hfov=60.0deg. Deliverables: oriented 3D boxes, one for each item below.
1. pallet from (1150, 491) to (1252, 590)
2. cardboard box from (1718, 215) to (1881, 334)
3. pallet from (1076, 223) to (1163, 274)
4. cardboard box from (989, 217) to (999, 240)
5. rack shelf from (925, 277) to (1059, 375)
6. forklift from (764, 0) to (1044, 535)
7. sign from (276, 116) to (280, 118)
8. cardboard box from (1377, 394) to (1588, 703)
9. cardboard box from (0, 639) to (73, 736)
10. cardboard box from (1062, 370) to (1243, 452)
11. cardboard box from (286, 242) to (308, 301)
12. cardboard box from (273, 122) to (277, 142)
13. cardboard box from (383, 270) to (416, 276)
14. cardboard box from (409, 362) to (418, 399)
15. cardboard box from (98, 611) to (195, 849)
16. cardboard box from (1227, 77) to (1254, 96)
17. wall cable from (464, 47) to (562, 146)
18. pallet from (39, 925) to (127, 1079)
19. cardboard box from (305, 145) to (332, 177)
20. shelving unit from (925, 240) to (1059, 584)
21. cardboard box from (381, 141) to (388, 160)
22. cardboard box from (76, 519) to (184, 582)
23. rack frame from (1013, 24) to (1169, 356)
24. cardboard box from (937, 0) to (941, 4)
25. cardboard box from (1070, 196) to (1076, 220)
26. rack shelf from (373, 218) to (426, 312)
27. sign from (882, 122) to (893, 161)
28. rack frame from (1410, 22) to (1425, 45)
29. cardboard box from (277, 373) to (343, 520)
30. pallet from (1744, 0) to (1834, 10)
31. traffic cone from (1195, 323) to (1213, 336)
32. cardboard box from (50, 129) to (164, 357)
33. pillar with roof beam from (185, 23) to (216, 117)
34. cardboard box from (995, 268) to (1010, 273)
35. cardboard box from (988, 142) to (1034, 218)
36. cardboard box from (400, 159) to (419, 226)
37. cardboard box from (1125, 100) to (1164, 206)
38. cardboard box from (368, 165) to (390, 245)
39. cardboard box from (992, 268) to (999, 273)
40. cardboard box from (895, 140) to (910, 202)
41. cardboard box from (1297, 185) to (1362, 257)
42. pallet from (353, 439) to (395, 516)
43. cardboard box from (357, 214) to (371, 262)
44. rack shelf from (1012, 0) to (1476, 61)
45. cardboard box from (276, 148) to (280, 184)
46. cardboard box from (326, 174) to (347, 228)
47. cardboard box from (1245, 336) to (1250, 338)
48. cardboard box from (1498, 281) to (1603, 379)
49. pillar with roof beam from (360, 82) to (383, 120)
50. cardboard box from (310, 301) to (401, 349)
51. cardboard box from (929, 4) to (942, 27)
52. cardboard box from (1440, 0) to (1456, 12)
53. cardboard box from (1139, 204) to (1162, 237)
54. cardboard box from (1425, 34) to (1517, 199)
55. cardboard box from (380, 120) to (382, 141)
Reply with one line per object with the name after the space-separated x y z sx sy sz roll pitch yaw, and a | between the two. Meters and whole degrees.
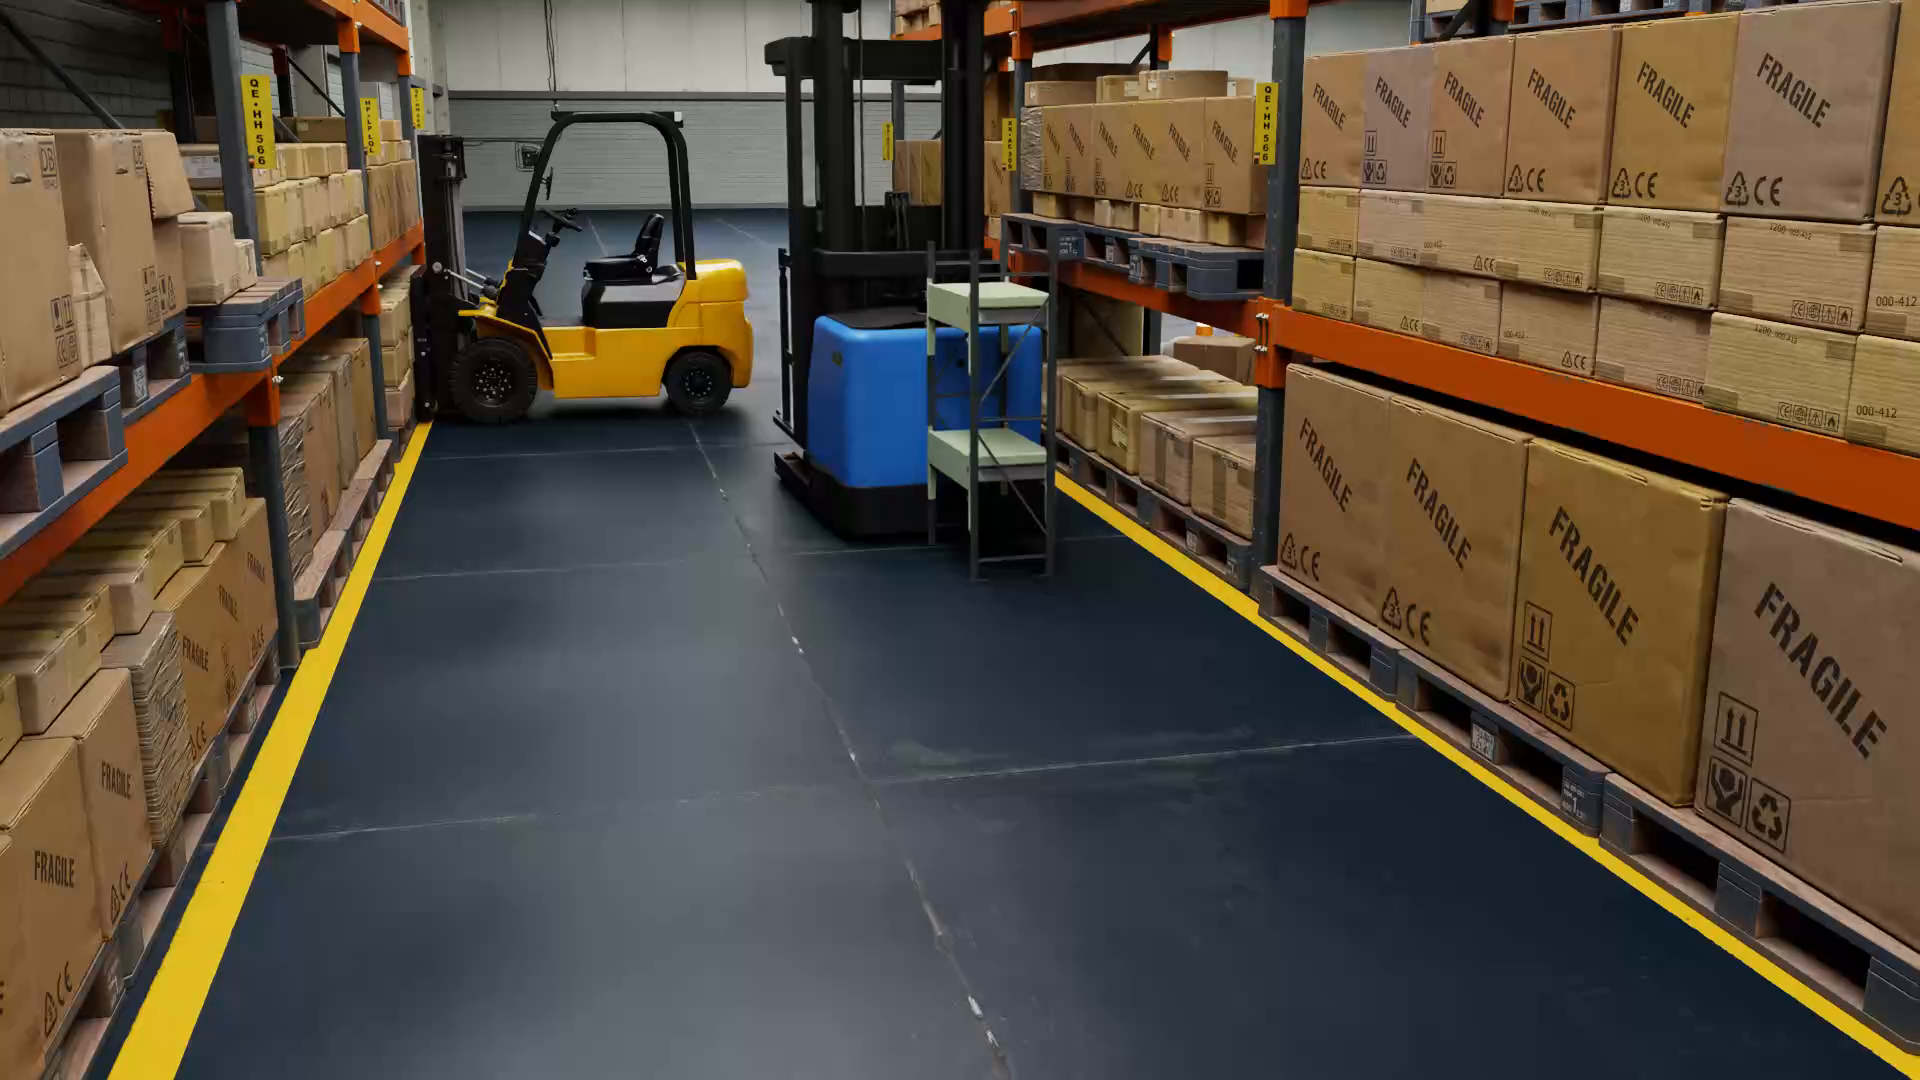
1.602 -0.043 8.158 1.003 0.211 1.213 -3 14 -13 | pallet
2.259 -0.668 4.102 0.500 0.250 0.500 -3 14 -12 | cardboard box
1.280 -1.578 8.972 1.003 0.211 1.213 -3 14 -13 | pallet
0.408 -2.132 11.364 0.380 0.149 0.250 -3 14 -12 | cardboard box
0.137 -1.008 7.747 0.431 0.370 0.720 -4 14 -16 | rack shelf
-0.471 -1.752 9.423 1.130 2.935 3.031 -4 14 -16 | forklift
-5.459 -3.215 13.274 0.100 0.325 0.005 -3 14 -13 | sign
2.071 -0.019 5.777 0.875 0.875 0.875 -3 14 -13 | cardboard box
-2.237 0.340 3.729 0.380 0.149 0.250 -3 14 -13 | cardboard box
1.143 -0.781 9.955 0.950 0.372 0.625 -2 14 -10 | cardboard box
-3.020 -1.099 6.922 0.500 0.250 0.500 -4 14 -14 | cardboard box
-4.366 -2.488 10.085 0.380 0.149 0.250 -4 14 -15 | cardboard box
-4.381 -1.933 12.821 0.500 0.250 0.500 -3 14 -12 | cardboard box
-4.041 -1.095 11.497 0.500 0.250 0.500 -3 14 -12 | cardboard box
-2.358 0.512 4.395 0.500 0.500 0.500 -4 14 -15 | cardboard box
1.435 -2.538 9.406 0.380 0.149 0.250 -4 14 -16 | cardboard box
-12.083 -11.654 43.712 3.097 2.526 0.112 -3 14 -13 | wall cable
-2.328 1.152 3.267 1.003 0.211 1.213 -3 14 -13 | pallet
-3.216 -1.810 7.937 0.380 0.149 0.250 -4 14 -15 | cardboard box
0.137 -0.628 7.839 0.431 1.500 0.755 -4 14 -16 | shelving unit
-4.071 -2.611 11.218 0.380 0.149 0.250 -4 14 -15 | cardboard box
-2.546 0.043 4.945 0.380 0.149 0.250 -3 14 -12 | cardboard box
0.845 -2.140 10.866 1.000 3.000 0.127 -3 14 -13 | rack frame
0.120 -4.107 12.286 0.500 0.250 0.500 -3 14 -12 | cardboard box
0.859 -1.958 9.764 0.380 0.149 0.250 -2 14 -10 | cardboard box
-4.449 -1.974 11.704 1.077 0.370 4.000 -3 14 -13 | rack shelf
-0.622 -3.453 14.416 0.100 0.325 0.005 -3 14 -13 | sign
4.693 -3.362 15.868 1.000 3.000 0.127 -3 14 -13 | rack frame
-3.492 -0.440 8.028 0.875 0.625 0.625 -4 14 -16 | cardboard box
5.896 -3.595 10.903 0.805 0.209 1.217 -4 14 -15 | pallet
2.260 -1.943 15.407 0.336 0.463 0.334 -3 14 -13 | traffic cone
-2.302 -0.694 3.852 0.700 0.500 0.500 -3 14 -13 | cardboard box
-1.446 -5.729 12.914 9.100 9.000 0.400 -3 14 -13 | pillar with roof beam
0.585 -1.888 13.164 0.500 0.500 0.500 -4 14 -15 | cardboard box
0.499 -2.422 11.182 0.500 0.500 0.500 -4 14 -15 | cardboard box
-4.548 -2.735 13.091 0.500 0.500 0.500 -4 14 -14 | cardboard box
1.156 -1.939 8.320 0.500 0.500 0.500 -4 14 -17 | cardboard box
-3.968 -2.147 10.685 0.500 0.500 0.500 -3 14 -12 | cardboard box
0.069 -1.852 13.015 0.500 0.500 0.500 -3 14 -12 | cardboard box
-0.253 -3.131 14.085 0.500 0.500 0.500 -4 14 -14 | cardboard box
1.663 -1.257 6.513 0.500 0.250 0.500 -3 14 -14 | cardboard box
-3.768 -0.340 9.374 1.003 0.211 1.213 -3 14 -13 | pallet
-3.606 -1.688 9.332 0.500 0.250 0.500 -3 14 -12 | cardboard box
1.315 -2.786 8.707 1.077 0.370 4.000 -3 14 -13 | rack shelf
-2.977 -1.513 6.721 0.380 0.149 0.250 -3 14 -12 | cardboard box
-3.373 -1.697 8.315 0.500 0.250 0.500 -3 14 -12 | cardboard box
2.779 -1.586 13.858 0.637 0.503 0.797 10 17 35 | cardboard box
2.029 -0.665 5.145 0.500 0.250 0.500 -3 14 -13 | cardboard box
-4.265 -8.497 24.245 9.100 9.000 0.400 -3 14 -13 | pillar with roof beam
-3.788 -1.346 10.416 0.500 0.250 0.500 -4 14 -14 | cardboard box
-0.025 -4.005 12.711 0.380 0.149 0.250 -3 14 -13 | cardboard box
4.523 -4.794 14.843 0.380 0.149 0.250 -3 14 -13 | cardboard box
1.113 -1.596 8.285 0.380 0.149 0.250 -3 14 -12 | cardboard box
1.895 -1.390 5.479 0.500 0.500 0.500 -3 14 -12 | cardboard box
-4.264 -2.869 11.646 0.380 0.149 0.250 -3 14 -12 | cardboard box
